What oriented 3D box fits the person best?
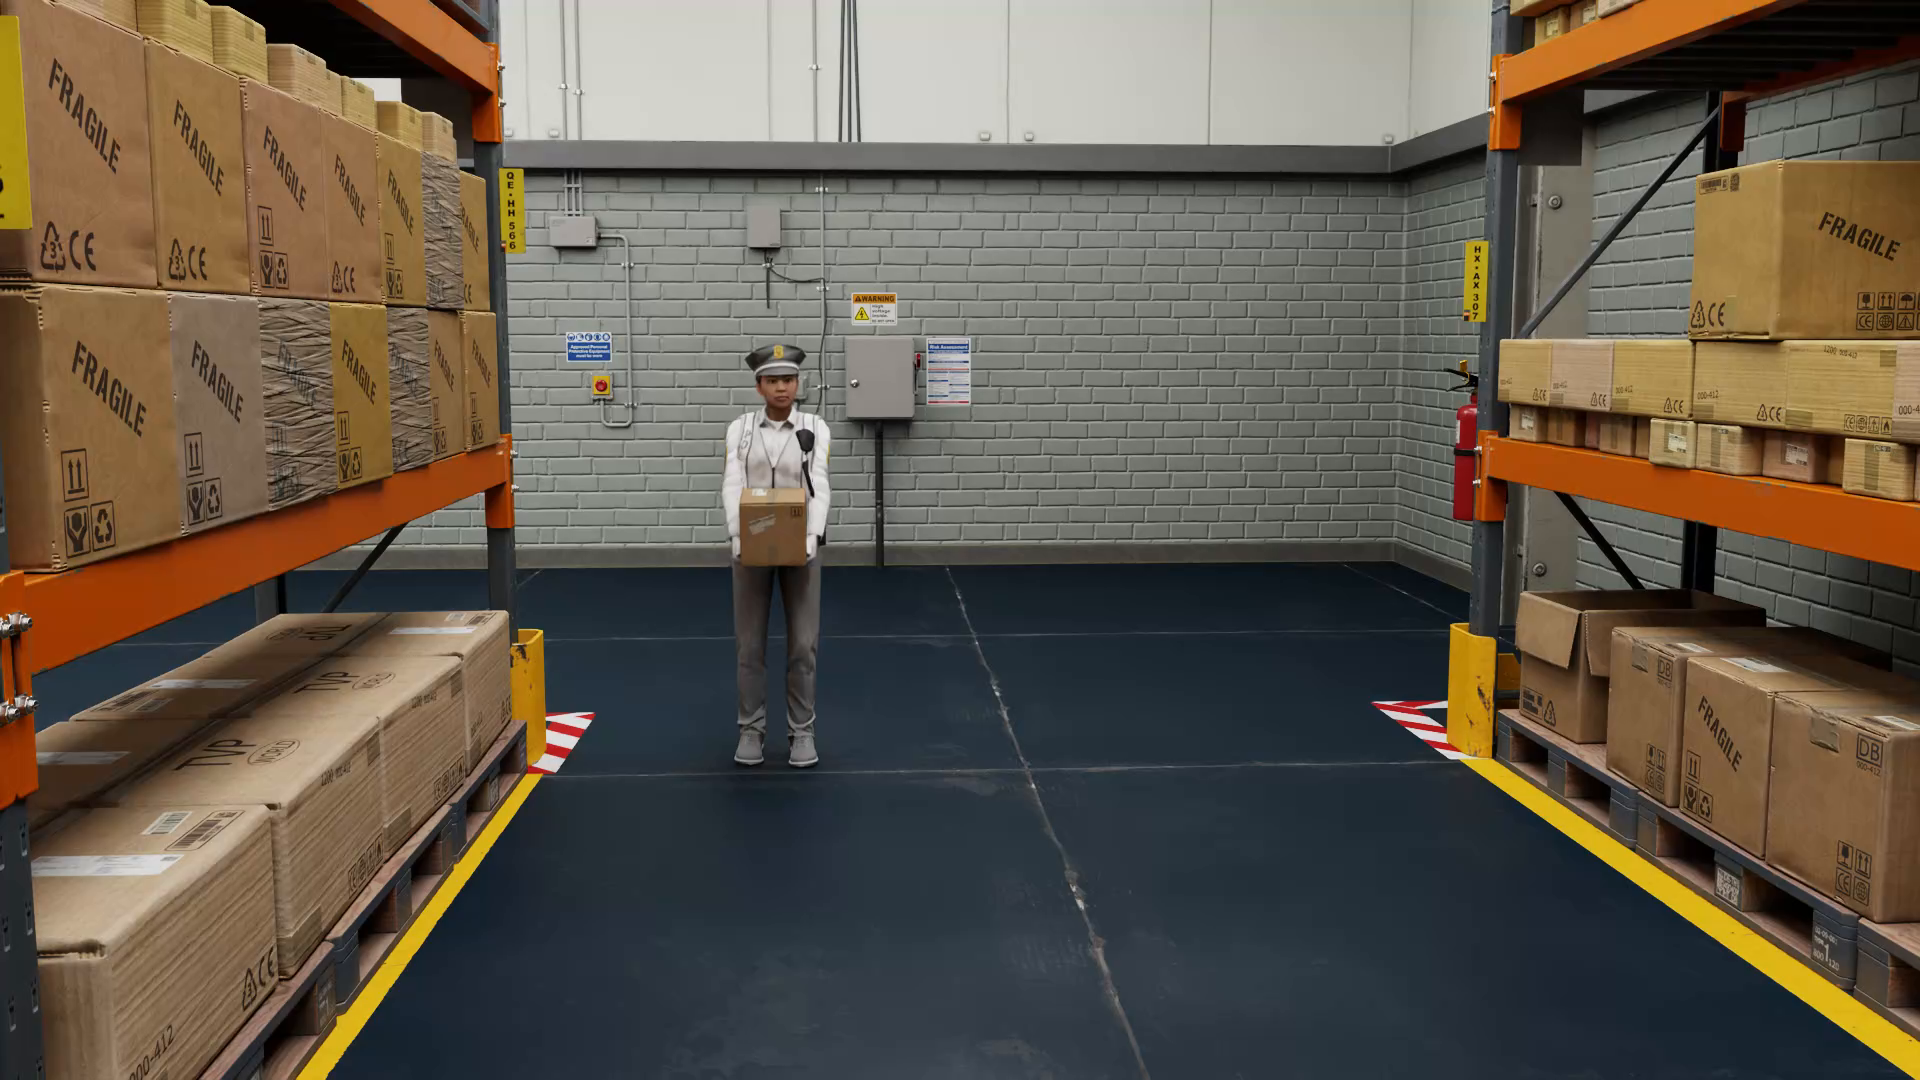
[{"bbox_3d":[-0.732,0.063,6.655,0.435,1.691,0.525,-1,7,-4],"label":"person"}]
